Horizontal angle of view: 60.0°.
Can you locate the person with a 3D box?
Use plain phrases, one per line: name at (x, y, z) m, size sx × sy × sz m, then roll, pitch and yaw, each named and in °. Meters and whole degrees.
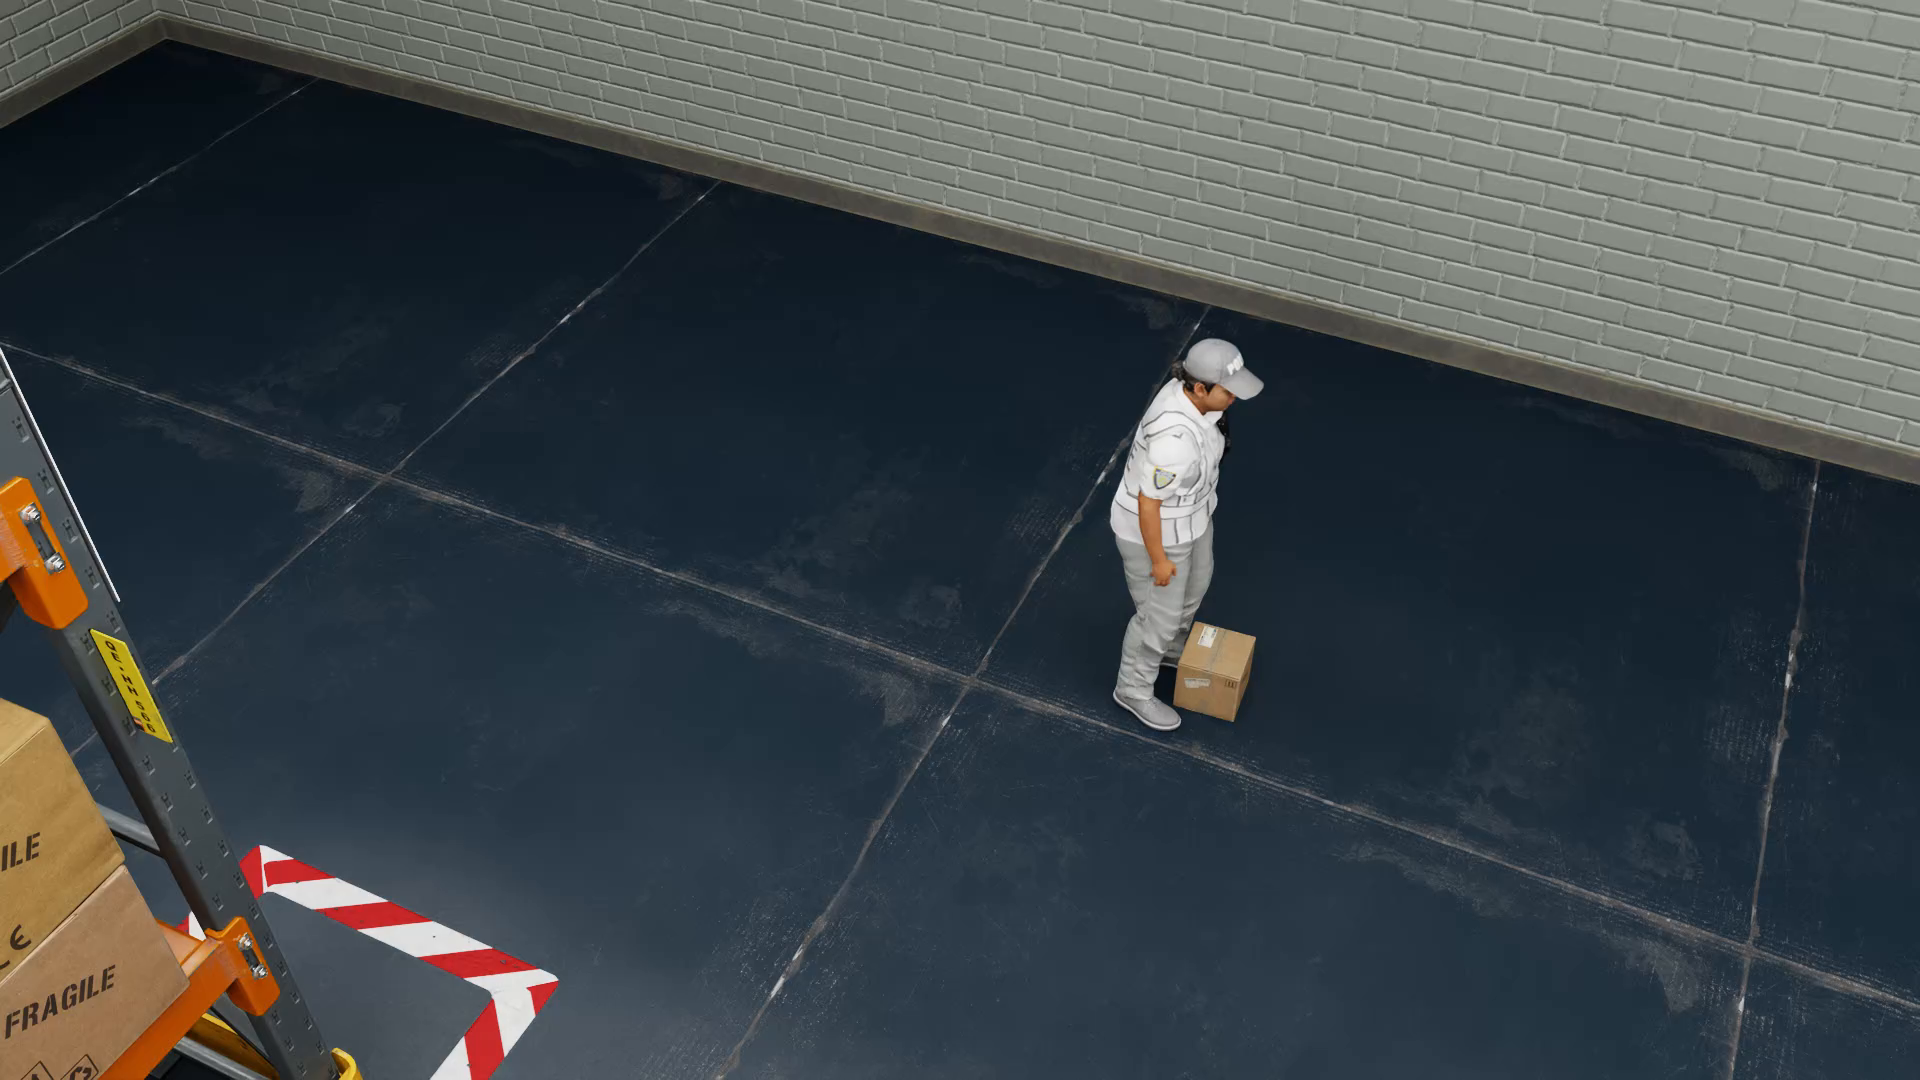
person at (0.809, -0.049, 6.209) m, size 0.469 × 1.666 × 0.533 m, roll 17°, pitch 45°, yaw 18°
